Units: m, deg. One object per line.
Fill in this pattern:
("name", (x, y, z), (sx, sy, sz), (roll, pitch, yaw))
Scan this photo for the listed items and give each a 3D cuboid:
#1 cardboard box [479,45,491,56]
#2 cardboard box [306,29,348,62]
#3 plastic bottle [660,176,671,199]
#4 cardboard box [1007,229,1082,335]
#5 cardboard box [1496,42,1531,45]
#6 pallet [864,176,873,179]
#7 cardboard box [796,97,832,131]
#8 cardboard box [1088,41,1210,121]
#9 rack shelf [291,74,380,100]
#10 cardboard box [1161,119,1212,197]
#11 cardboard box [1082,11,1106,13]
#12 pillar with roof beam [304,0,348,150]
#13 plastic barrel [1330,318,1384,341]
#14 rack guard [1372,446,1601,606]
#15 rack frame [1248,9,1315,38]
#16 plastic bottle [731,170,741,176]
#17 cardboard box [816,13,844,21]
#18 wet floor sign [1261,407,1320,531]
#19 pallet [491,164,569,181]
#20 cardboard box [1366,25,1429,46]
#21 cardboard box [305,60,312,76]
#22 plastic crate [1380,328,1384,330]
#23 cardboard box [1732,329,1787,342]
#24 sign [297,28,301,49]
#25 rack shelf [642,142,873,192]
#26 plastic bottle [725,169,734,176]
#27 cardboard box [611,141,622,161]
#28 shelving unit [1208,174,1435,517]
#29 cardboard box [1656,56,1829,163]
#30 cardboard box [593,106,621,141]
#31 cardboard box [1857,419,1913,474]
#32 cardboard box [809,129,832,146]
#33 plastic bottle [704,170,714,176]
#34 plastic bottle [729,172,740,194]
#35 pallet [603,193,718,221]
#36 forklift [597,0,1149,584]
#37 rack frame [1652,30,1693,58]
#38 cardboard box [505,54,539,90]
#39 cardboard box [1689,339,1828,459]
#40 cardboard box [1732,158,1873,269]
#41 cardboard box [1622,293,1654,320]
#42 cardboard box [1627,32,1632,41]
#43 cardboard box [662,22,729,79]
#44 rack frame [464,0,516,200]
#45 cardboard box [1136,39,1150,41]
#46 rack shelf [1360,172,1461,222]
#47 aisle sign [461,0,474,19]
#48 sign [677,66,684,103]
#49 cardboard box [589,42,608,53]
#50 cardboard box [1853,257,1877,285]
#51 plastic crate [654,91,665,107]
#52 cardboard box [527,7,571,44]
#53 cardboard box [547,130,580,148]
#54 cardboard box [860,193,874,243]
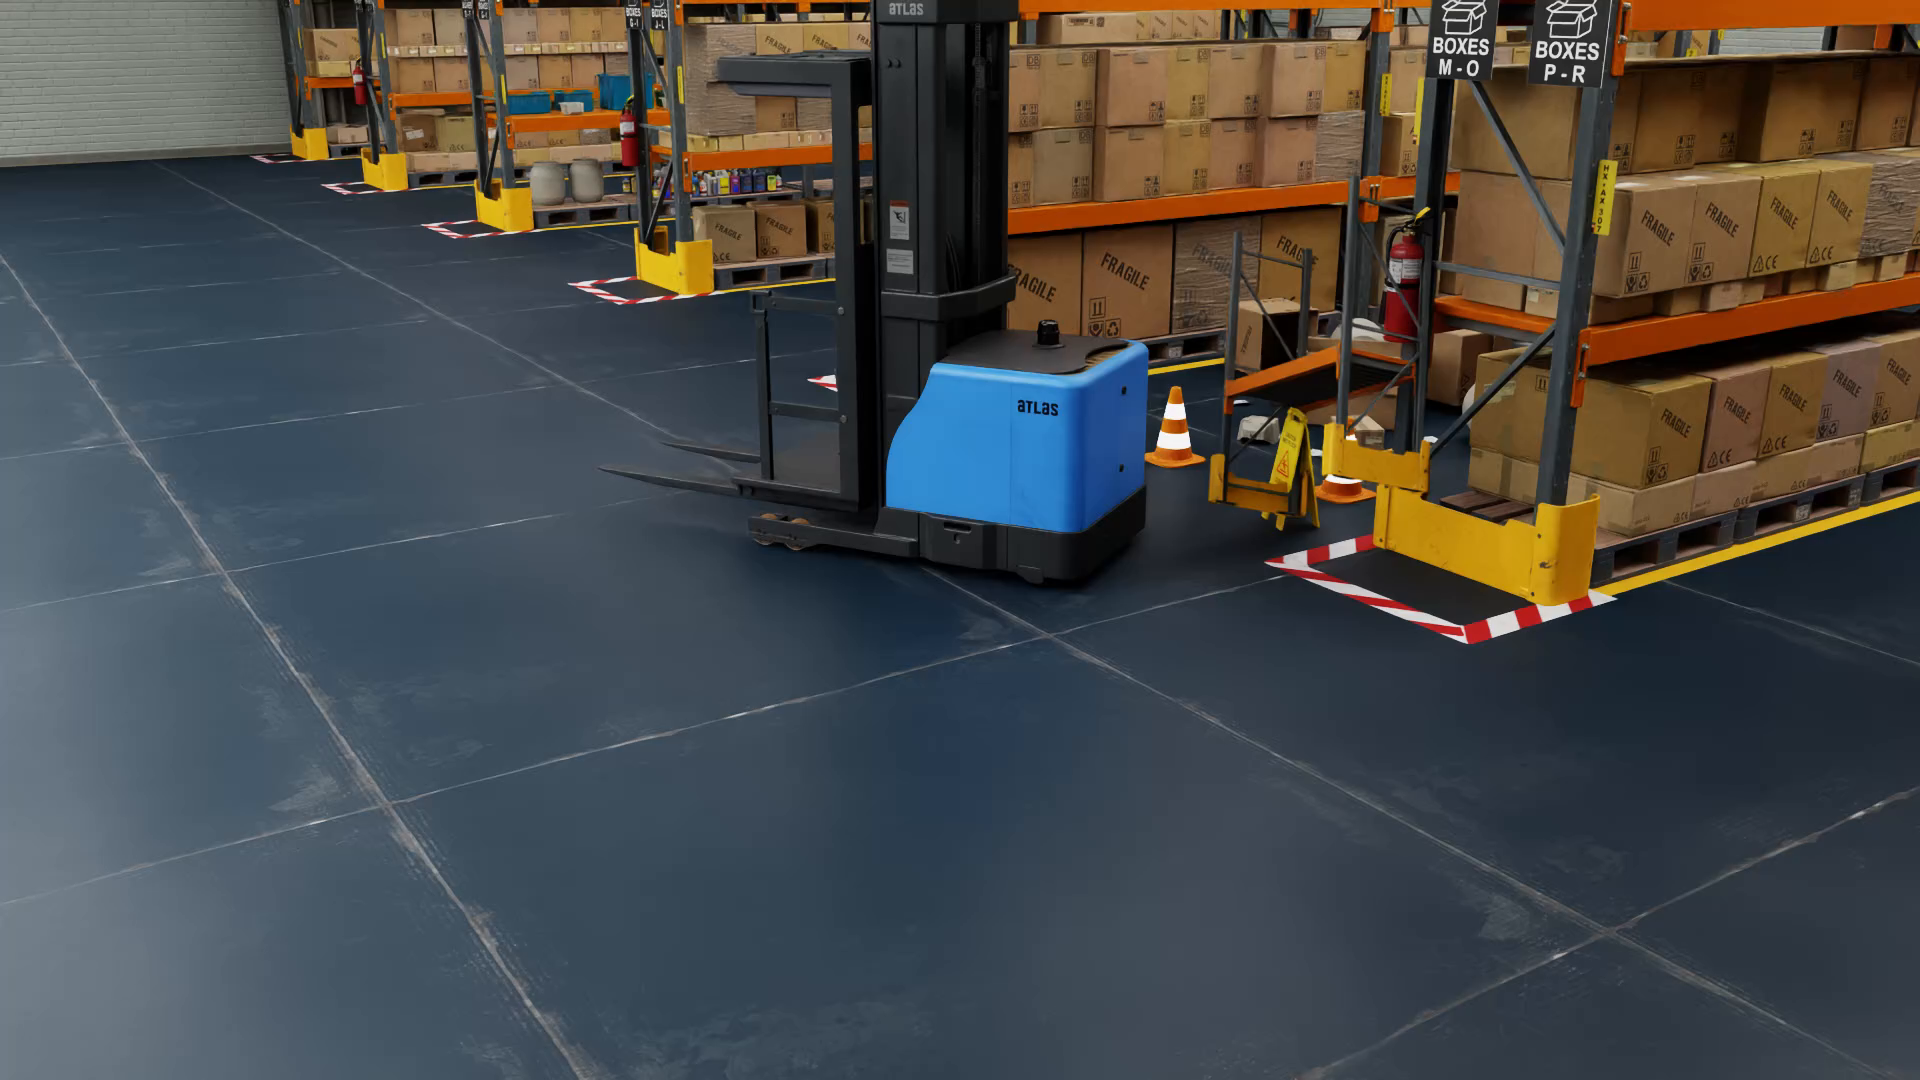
("cardboard box", (-7.007, -7.117, 24.143), (0.250, 0.149, 0.380), (-13, 23, -33))
("cardboard box", (-10.478, -8.191, 27.519), (0.500, 0.500, 0.500), (-12, 22, -31))
("plastic bottle", (-3.708, -4.436, 20.935), (0.133, 0.283, 0.061), (-11, 22, -31))
("cardboard box", (0.305, -1.903, 12.552), (0.875, 0.875, 0.875), (-12, 22, -31))
("cardboard box", (5.227, -4.247, 15.105), (0.500, 0.500, 0.700), (-12, 22, -32))
("pallet", (-0.598, -4.992, 23.379), (1.213, 0.211, 1.003), (-12, 22, -31))
("cardboard box", (-1.602, -4.393, 16.633), (0.500, 0.500, 0.875), (-12, 22, -31))
("cardboard box", (1.428, -3.524, 12.762), (0.500, 0.550, 0.875), (-12, 22, -31))
("rack shelf", (-9.371, -7.905, 28.764), (4.000, 0.370, 1.077), (-12, 22, -31))
("cardboard box", (1.464, -2.995, 12.883), (0.500, 0.550, 0.875), (-12, 22, -31))
("cardboard box", (2.256, -9.211, 29.788), (0.500, 0.500, 0.500), (-11, 22, -30))
("pillar with roof beam", (-8.565, -9.938, 24.289), (0.400, 9.000, 9.100), (-12, 22, -31))
("plastic barrel", (3.011, -1.448, 12.565), (0.421, 0.421, 0.512), (2, 19, 6))
("rack guard", (2.645, -0.097, 8.449), (0.348, 0.500, 1.175), (-12, 22, -31))
("rack frame", (3.812, -5.328, 20.018), (0.127, 3.000, 1.000), (-12, 22, -31))
("plastic bottle", (-2.894, -4.677, 21.659), (0.135, 0.276, 0.152), (-12, 22, -31))
("cardboard box", (-2.553, -10.142, 32.436), (0.500, 0.250, 0.500), (-12, 22, -33))
("wet floor sign", (1.834, -0.405, 9.134), (0.232, 0.644, 0.267), (-4, 19, -13))
("pallet", (-6.681, -5.607, 25.199), (1.213, 0.211, 1.003), (-12, 22, -31))
("cardboard box", (5.534, -6.208, 20.901), (0.637, 0.503, 0.797), (-11, 22, -30))
("cardboard box", (-10.758, -7.966, 28.025), (0.500, 0.250, 0.500), (-12, 22, -31))
("plastic crate", (3.691, -1.593, 13.271), (0.662, 0.188, 0.450), (-1, 9, -3))
("cardboard box", (4.406, -1.004, 9.695), (0.500, 0.500, 0.500), (-11, 21, -29))
("sign", (-10.743, -8.158, 27.039), (0.005, 0.325, 0.100), (-12, 22, -31))
("rack shelf", (-1.199, -3.930, 17.007), (4.000, 0.370, 1.077), (-12, 22, -31))
("plastic bottle", (-3.075, -4.832, 22.000), (0.185, 0.351, 0.144), (-12, 22, -31))
("cardboard box", (-5.241, -6.030, 25.732), (0.500, 0.250, 0.500), (-12, 22, -31))
("shelving unit", (1.863, -0.956, 8.577), (0.587, 1.500, 1.083), (9, -9, -23))
("cardboard box", (4.177, -2.333, 8.979), (0.500, 0.500, 0.700), (-12, 22, -32))
("cardboard box", (-5.533, -6.527, 26.033), (0.500, 0.500, 0.500), (-12, 22, -31))
("cardboard box", (5.137, -0.596, 9.660), (0.500, 0.250, 0.500), (-13, 22, -33))
("cardboard box", (-1.460, -4.008, 16.506), (0.250, 0.149, 0.380), (-12, 22, -31))
("plastic bottle", (-3.312, -4.837, 22.016), (0.185, 0.351, 0.144), (-13, 23, -34))
("plastic bottle", (-2.905, -4.605, 21.436), (0.133, 0.283, 0.061), (-10, 21, -28))
("pallet", (-3.856, -4.303, 21.343), (1.213, 0.211, 1.003), (-12, 22, -31))
("forklift", (-0.560, -1.475, 8.731), (3.031, 2.935, 1.130), (9, 21, 24))
("rack frame", (6.456, -3.983, 16.041), (0.127, 3.000, 1.000), (-12, 22, -31))
("cardboard box", (-6.626, -6.968, 24.715), (0.500, 0.500, 0.700), (-11, 22, -30))
("cardboard box", (4.284, -0.771, 9.007), (0.500, 0.500, 0.500), (-11, 22, -30))
("cardboard box", (4.405, -1.739, 8.783), (0.500, 0.500, 0.500), (-12, 22, -33))
("cardboard box", (3.182, -1.201, 8.206), (0.250, 0.149, 0.380), (-12, 22, -31))
("cardboard box", (9.098, -6.968, 23.471), (0.500, 0.500, 0.500), (-13, 22, -33))
("cardboard box", (-2.546, -4.743, 16.108), (0.500, 0.500, 0.500), (-12, 22, -31))
("rack frame", (-5.593, -5.243, 19.769), (0.127, 3.000, 1.000), (-12, 22, -31))
("cardboard box", (3.128, -8.925, 30.504), (0.500, 0.500, 0.500), (-12, 22, -32))
("rack shelf", (4.786, -3.290, 15.114), (4.000, 0.370, 1.077), (-12, 22, -31))
("aisle sign", (-5.816, -6.542, 19.550), (0.004, 0.787, 0.394), (-12, 22, -31))
("sign", (-2.570, -4.183, 15.282), (0.005, 0.325, 0.100), (-12, 22, -31))
("cardboard box", (-5.508, -7.433, 25.077), (0.250, 0.149, 0.380), (-13, 22, -33))
("cardboard box", (4.744, -1.498, 9.083), (0.250, 0.149, 0.380), (-12, 22, -32))
("plastic crate", (-3.541, -5.684, 21.403), (0.662, 0.188, 0.450), (-12, 22, -31))
("cardboard box", (-6.180, -7.678, 24.789), (0.500, 0.500, 0.700), (-12, 22, -31))
("cardboard box", (-6.080, -6.211, 25.097), (0.500, 0.500, 0.500), (-12, 22, -31))
("cardboard box", (-0.834, -3.345, 17.400), (0.500, 0.500, 0.500), (-14, 23, -36))
